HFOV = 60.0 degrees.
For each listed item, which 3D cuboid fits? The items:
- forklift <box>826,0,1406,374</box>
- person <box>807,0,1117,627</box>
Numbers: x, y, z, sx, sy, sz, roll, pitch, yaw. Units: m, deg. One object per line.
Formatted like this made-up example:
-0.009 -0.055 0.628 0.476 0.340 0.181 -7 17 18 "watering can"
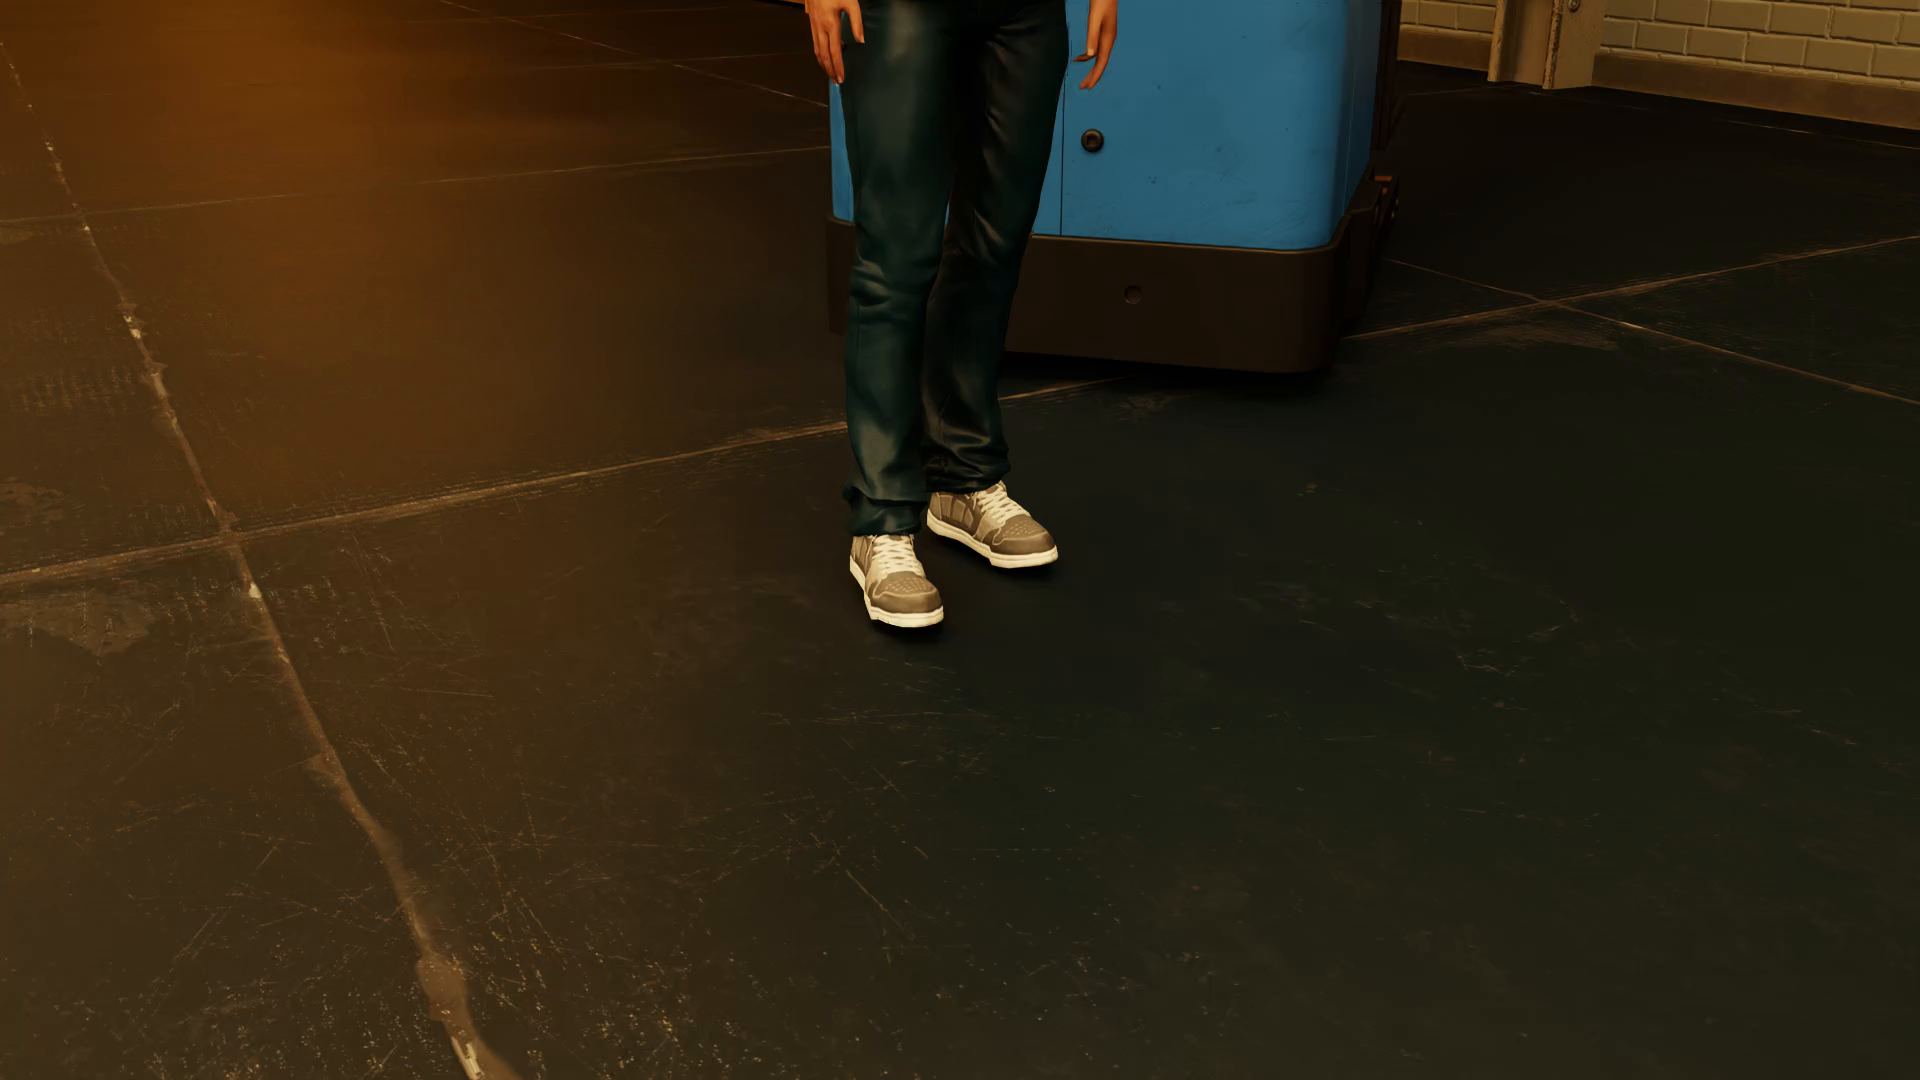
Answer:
0.642 -2.209 4.157 1.130 2.935 3.031 7 23 16 "forklift"
0.025 -0.718 2.263 0.521 1.597 0.474 -12 25 -28 "person"
